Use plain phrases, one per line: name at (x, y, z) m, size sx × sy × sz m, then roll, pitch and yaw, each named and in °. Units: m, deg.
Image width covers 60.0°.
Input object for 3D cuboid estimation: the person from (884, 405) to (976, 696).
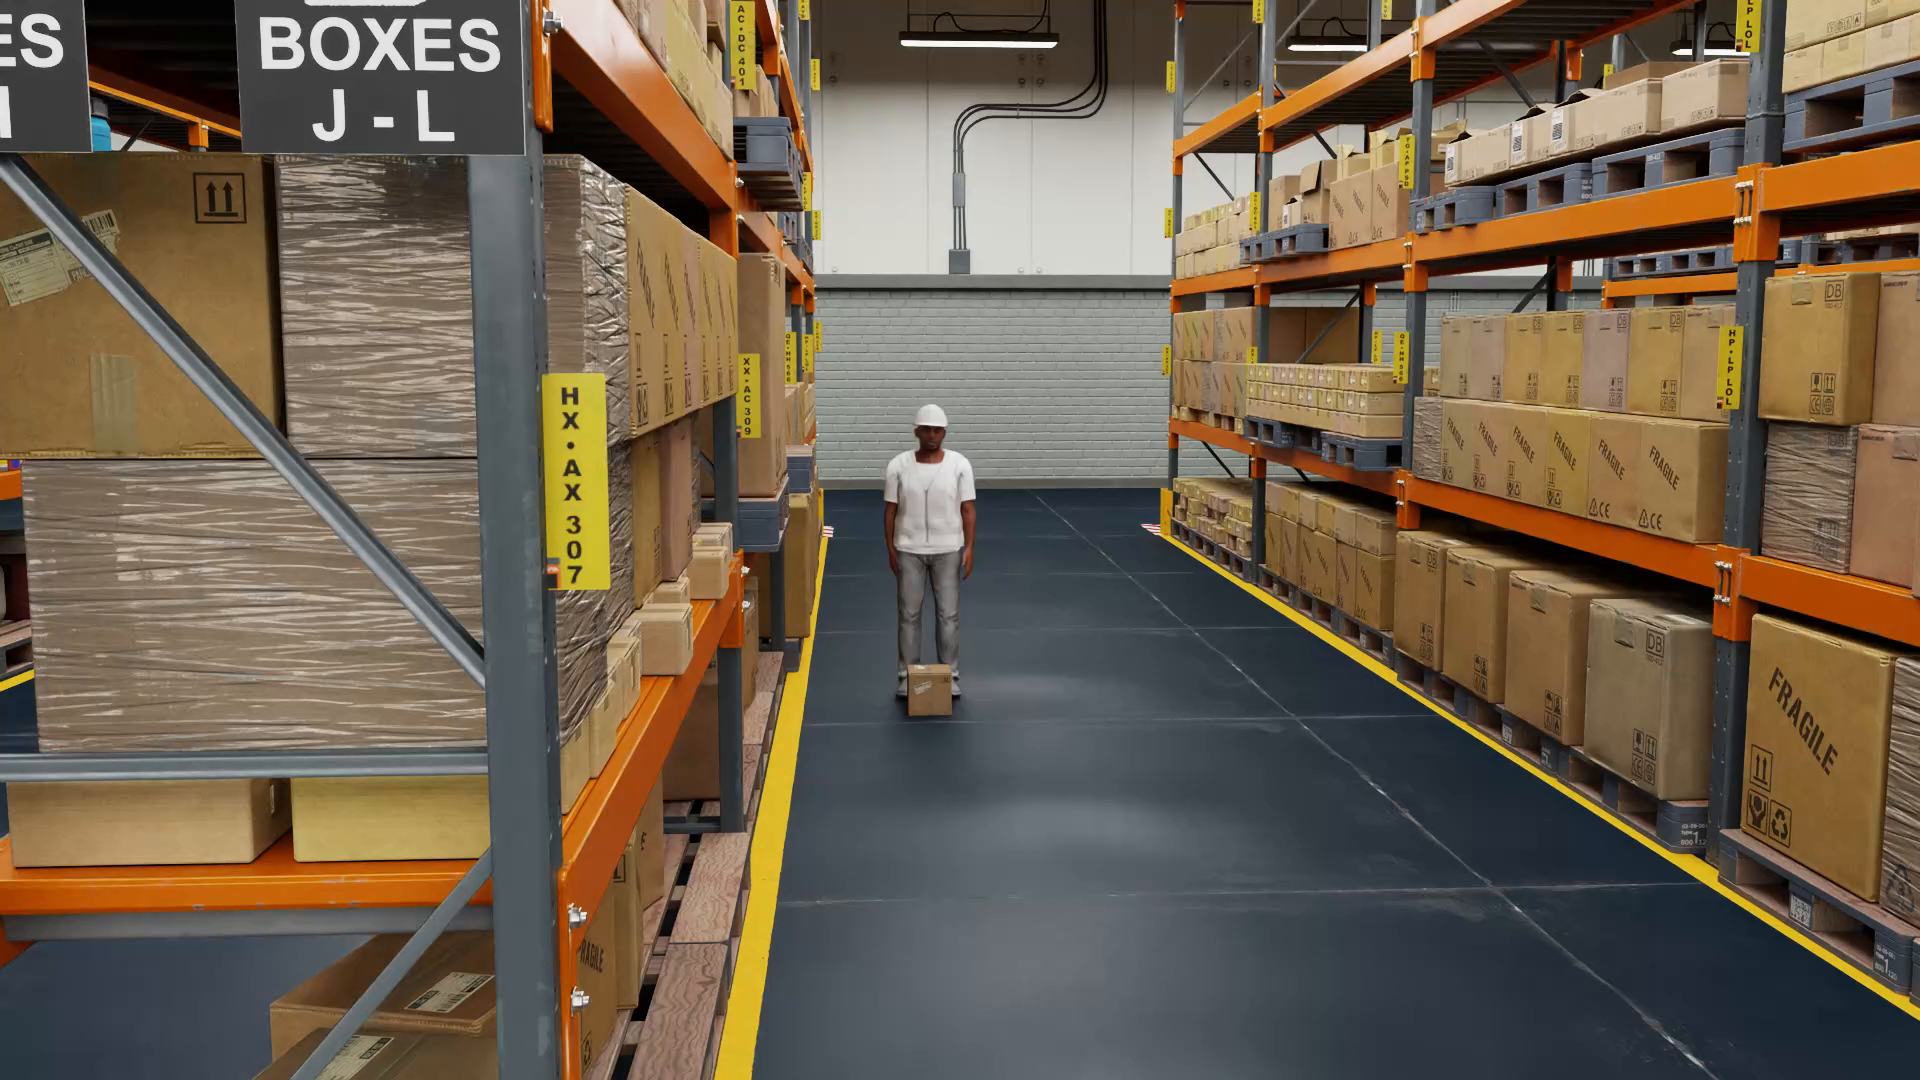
person at (-0.183, 0.065, 10.093) m, size 0.563 × 1.766 × 0.369 m, roll 0°, pitch 7°, yaw 1°
